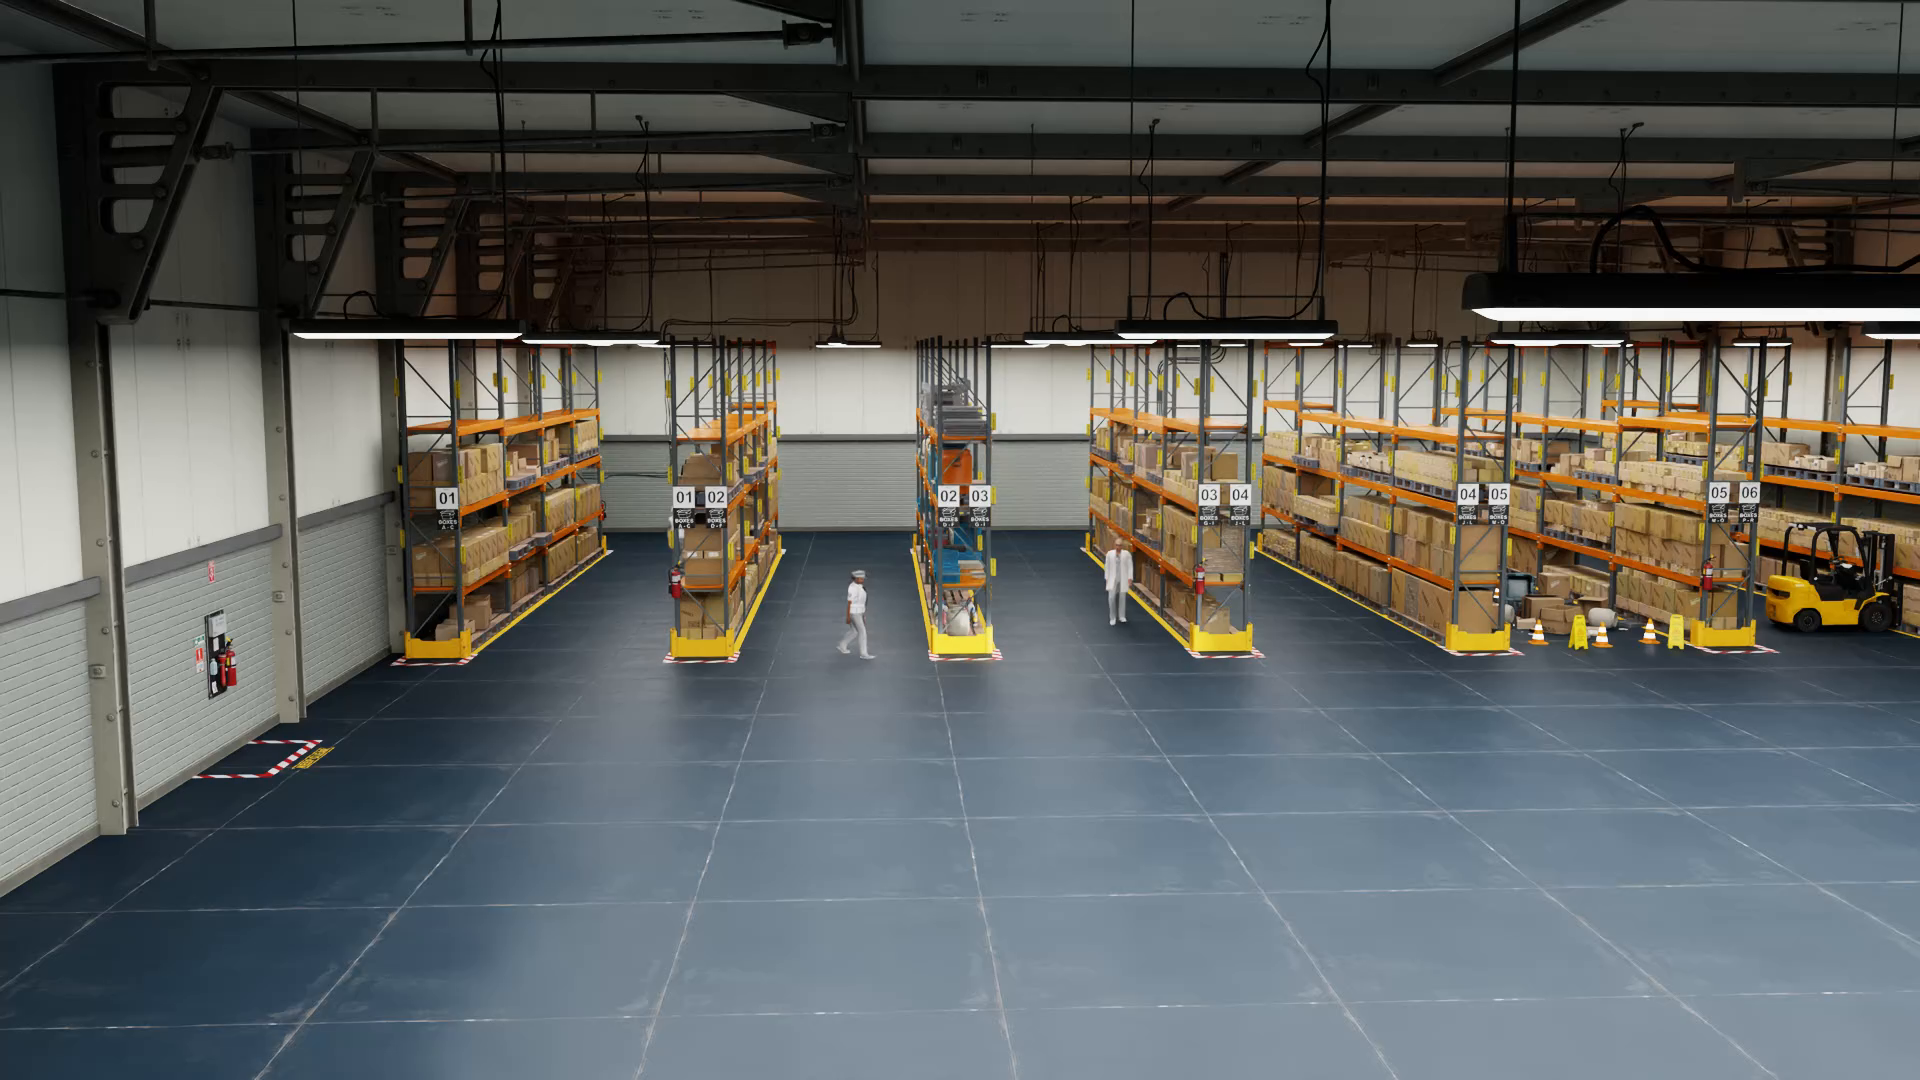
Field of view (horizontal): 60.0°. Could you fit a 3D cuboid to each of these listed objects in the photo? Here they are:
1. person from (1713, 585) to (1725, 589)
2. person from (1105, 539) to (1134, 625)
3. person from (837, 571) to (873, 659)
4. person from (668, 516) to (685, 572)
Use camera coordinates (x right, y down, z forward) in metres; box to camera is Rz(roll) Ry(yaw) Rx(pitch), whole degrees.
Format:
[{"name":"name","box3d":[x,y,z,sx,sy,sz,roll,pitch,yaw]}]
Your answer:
[{"name":"person","box3d":[16.534,0.783,36.261,0.514,1.768,0.613,-1,7,-7]},{"name":"person","box3d":[3.351,0.890,35.024,0.619,1.845,0.570,1,7,11]},{"name":"person","box3d":[-1.962,1.380,31.158,0.835,1.622,0.474,2,7,17]},{"name":"person","box3d":[-7.321,-0.042,43.076,0.570,1.773,0.502,3,7,23]}]
